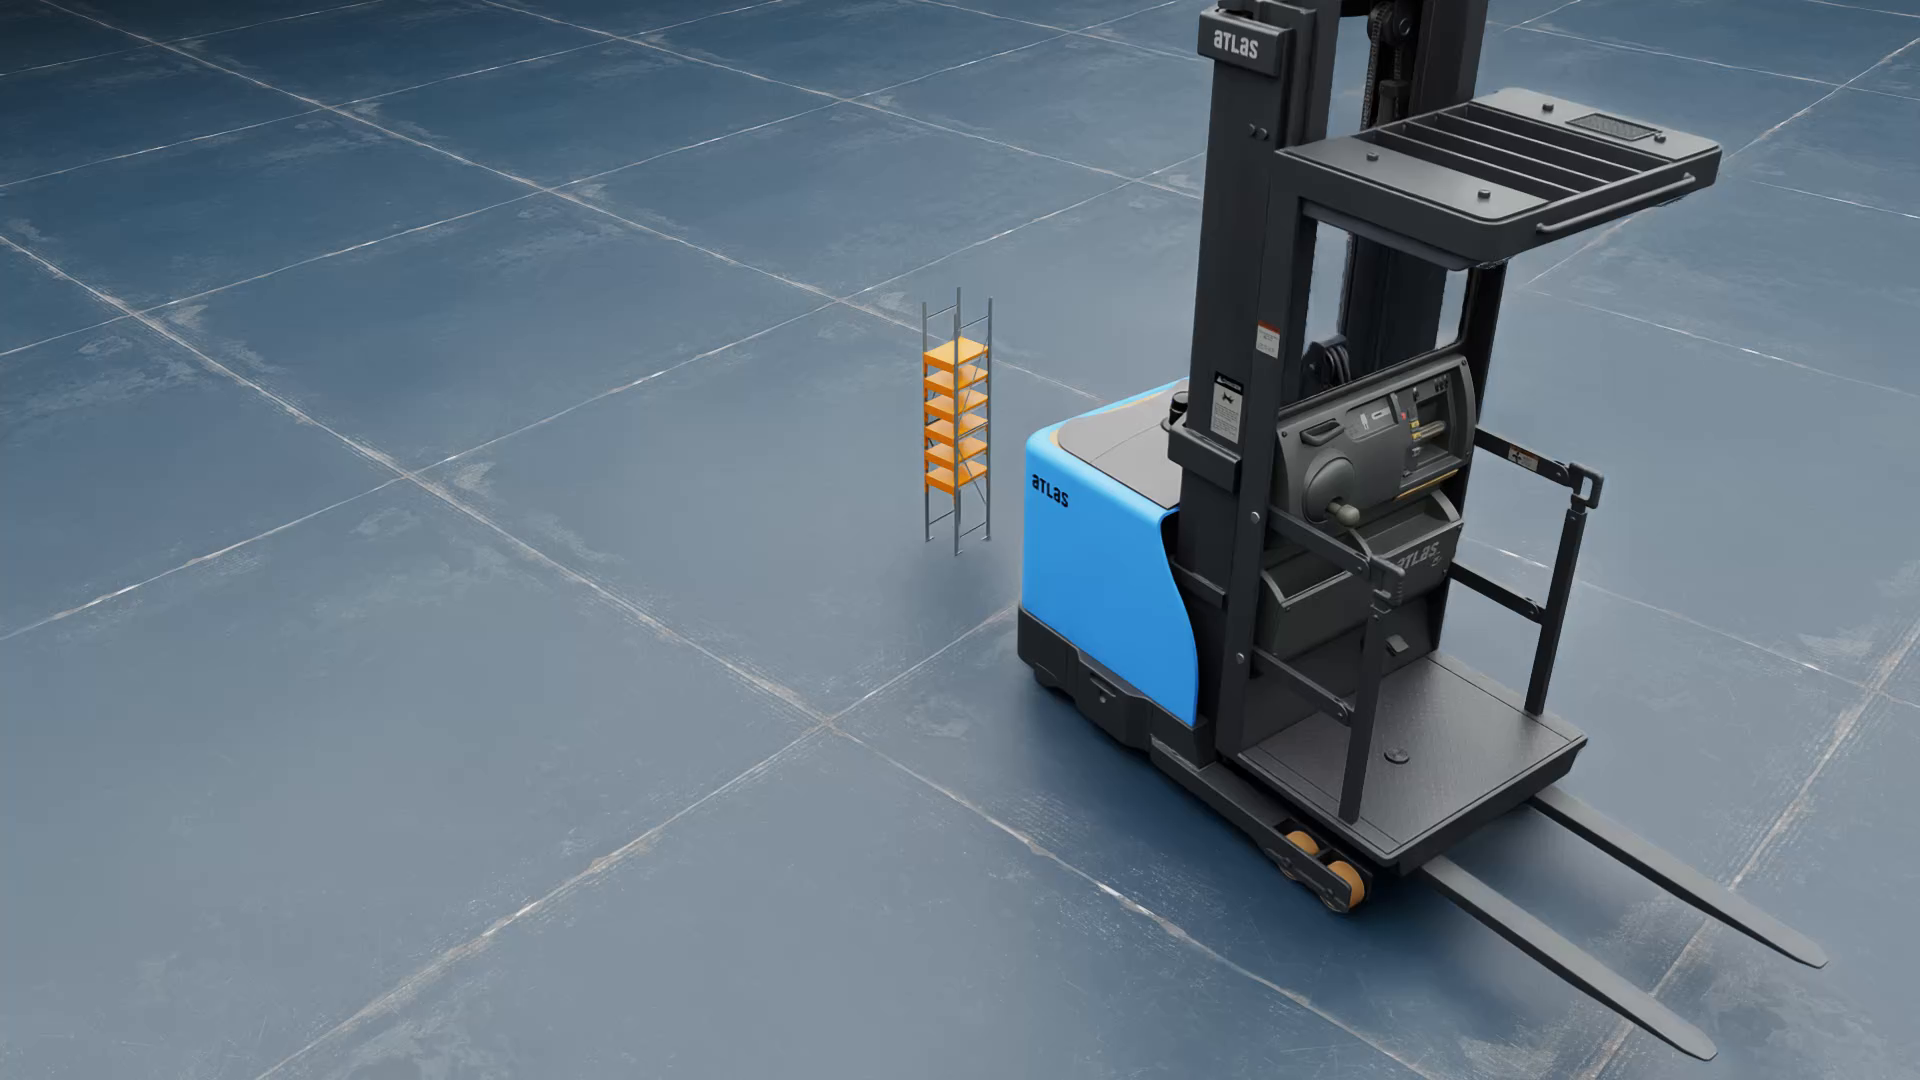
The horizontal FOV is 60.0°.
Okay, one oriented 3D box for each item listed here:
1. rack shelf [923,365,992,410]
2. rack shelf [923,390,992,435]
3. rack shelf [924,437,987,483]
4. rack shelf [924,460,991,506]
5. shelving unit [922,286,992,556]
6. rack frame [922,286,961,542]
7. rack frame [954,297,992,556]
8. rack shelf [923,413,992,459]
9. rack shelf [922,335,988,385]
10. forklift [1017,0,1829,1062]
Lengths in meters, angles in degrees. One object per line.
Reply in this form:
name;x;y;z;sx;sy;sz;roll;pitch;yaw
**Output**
rack shelf;-0.011;-0.687;7.348;0.180;0.103;0.258;25;39;35
rack shelf;-0.011;-0.584;7.410;0.180;0.103;0.258;25;39;35
rack shelf;-0.011;-0.378;7.534;0.180;0.103;0.258;25;39;35
rack shelf;-0.011;-0.275;7.596;0.180;0.103;0.258;25;39;35
shelving unit;-0.011;-0.519;7.449;0.189;1.200;0.258;25;39;35
rack frame;-0.079;-0.551;7.501;0.006;1.200;0.240;25;39;35
rack frame;0.057;-0.487;7.396;0.006;1.200;0.240;25;39;35
rack shelf;-0.011;-0.481;7.472;0.180;0.103;0.258;25;39;35
rack shelf;-0.011;-0.789;7.286;0.180;0.103;0.258;25;39;35
forklift;1.521;-0.283;5.379;1.130;2.935;3.031;-21;37;-31
